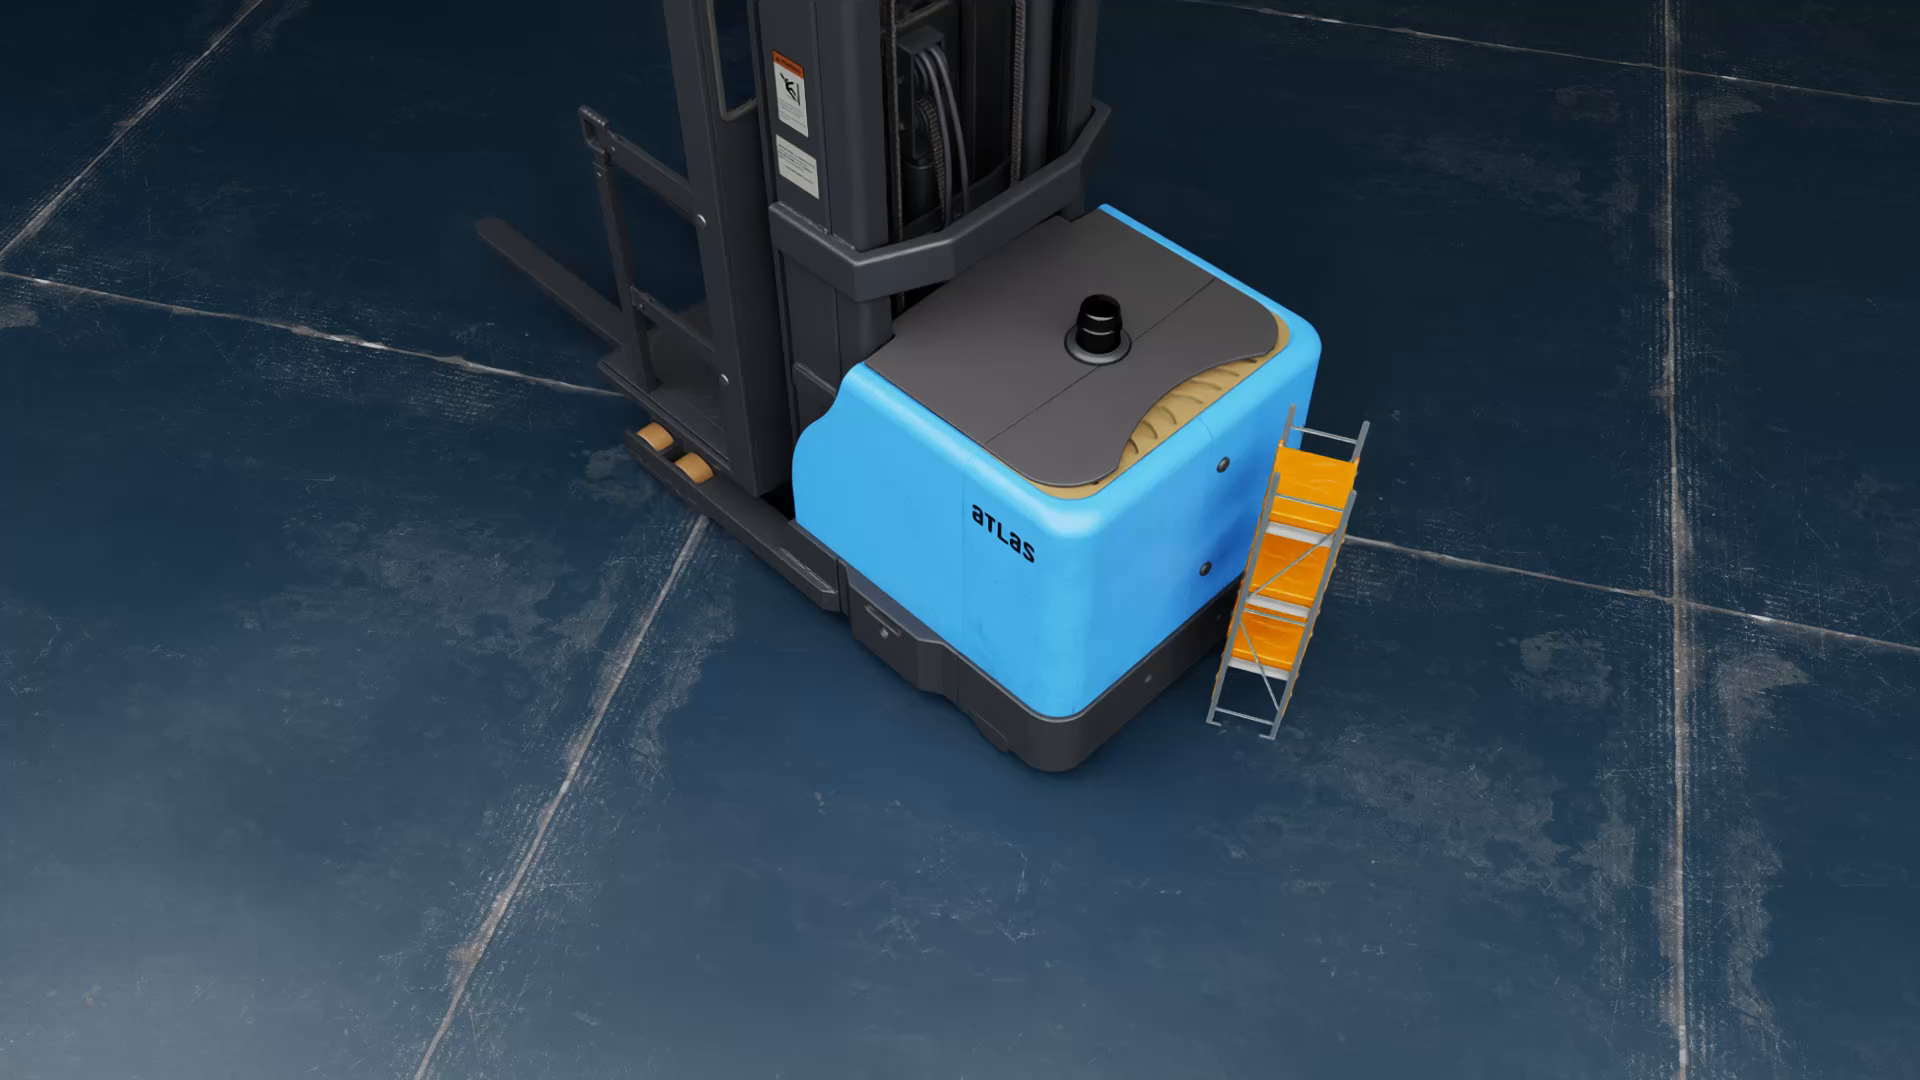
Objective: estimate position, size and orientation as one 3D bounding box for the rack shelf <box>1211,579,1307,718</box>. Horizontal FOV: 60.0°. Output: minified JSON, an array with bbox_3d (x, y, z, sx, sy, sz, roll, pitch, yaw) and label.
[{"bbox_3d":[0.847,0.304,4.659,0.215,0.259,0.240,14,50,9],"label":"rack shelf"}]

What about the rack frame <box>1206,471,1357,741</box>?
[{"bbox_3d":[0.825,0.204,4.363,0.200,1.050,0.008,14,50,9],"label":"rack frame"}]

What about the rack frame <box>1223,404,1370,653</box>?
[{"bbox_3d":[0.894,0.029,4.518,0.200,1.050,0.008,14,50,9],"label":"rack frame"}]

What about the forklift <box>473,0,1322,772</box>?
[{"bbox_3d":[-0.439,-1.330,4.469,1.130,2.935,3.031,-37,58,-28],"label":"forklift"}]

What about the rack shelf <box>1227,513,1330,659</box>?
[{"bbox_3d":[0.859,0.123,4.448,0.215,0.259,0.240,14,50,9],"label":"rack shelf"}]

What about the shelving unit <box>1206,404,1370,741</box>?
[{"bbox_3d":[0.860,0.117,4.440,0.215,1.050,0.252,14,50,9],"label":"shelving unit"}]

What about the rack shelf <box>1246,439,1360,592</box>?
[{"bbox_3d":[0.872,-0.061,4.233,0.215,0.259,0.240,14,50,9],"label":"rack shelf"}]
